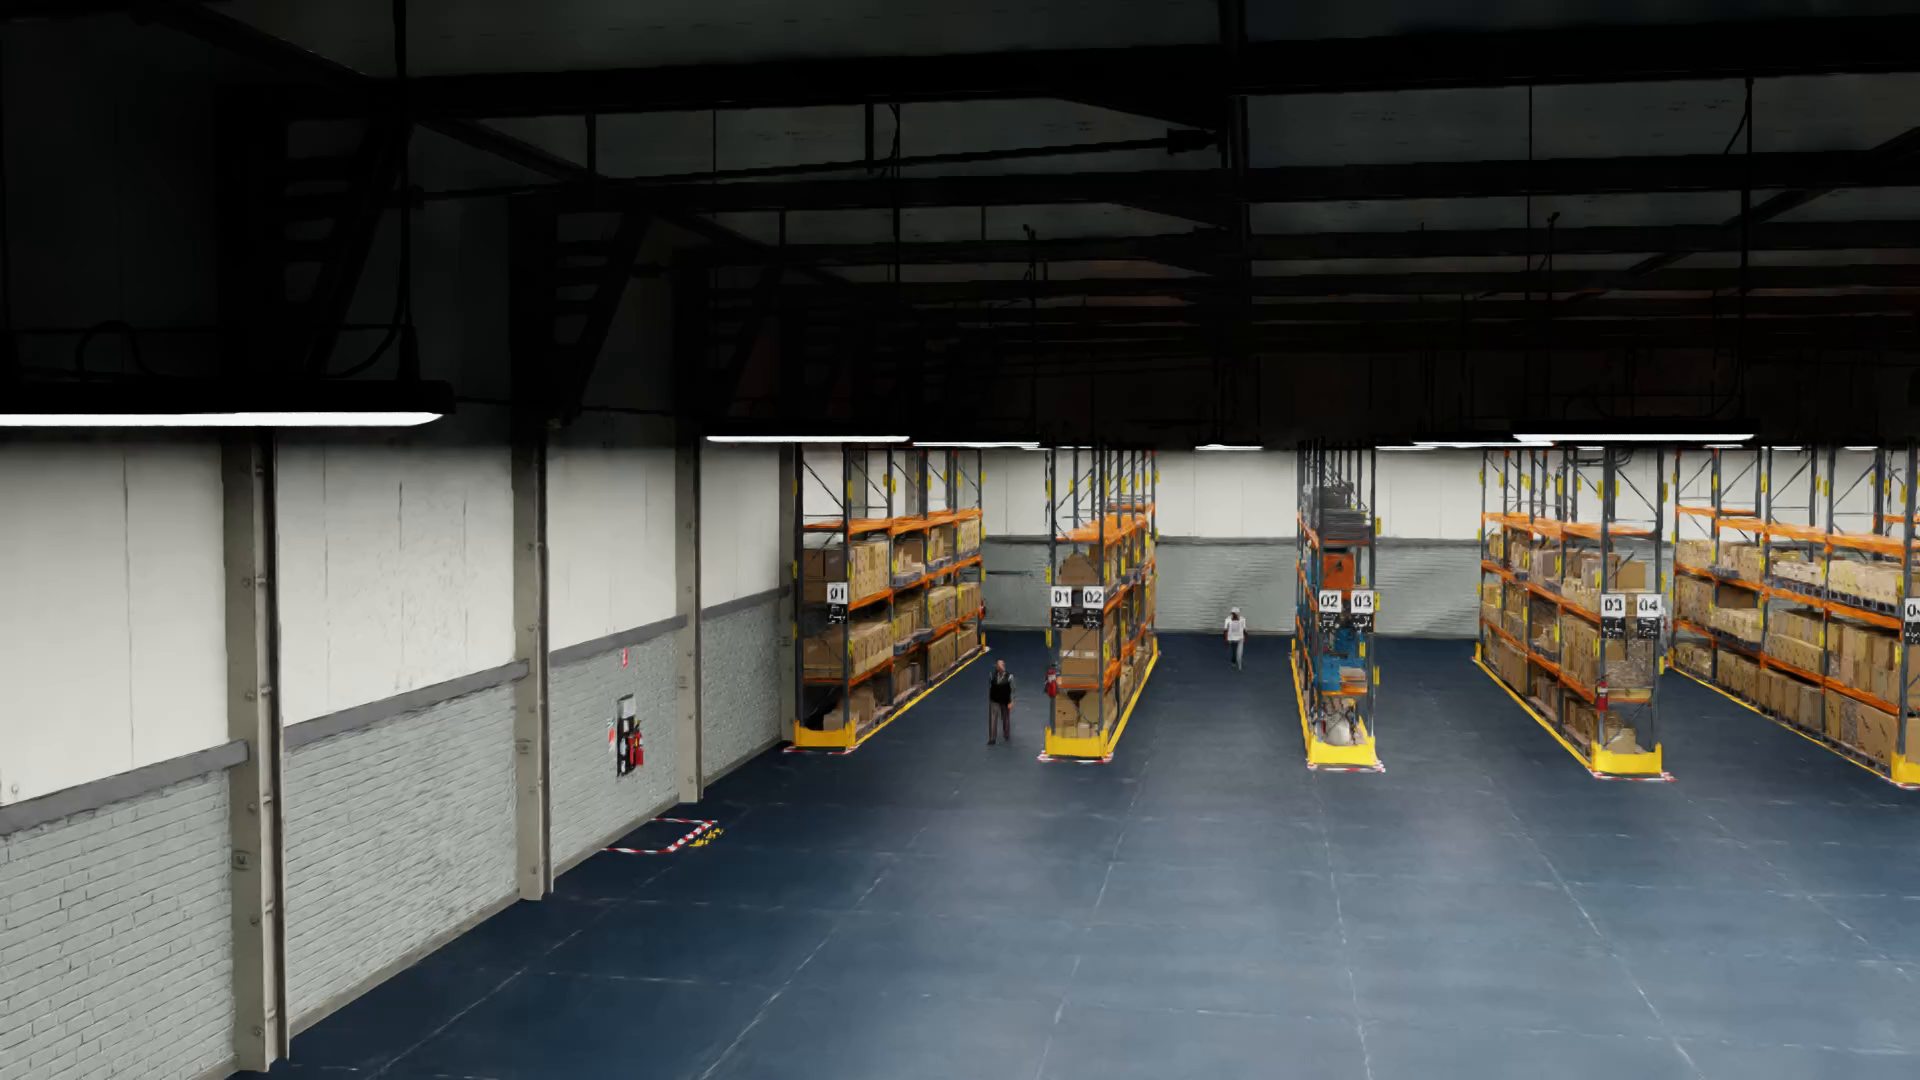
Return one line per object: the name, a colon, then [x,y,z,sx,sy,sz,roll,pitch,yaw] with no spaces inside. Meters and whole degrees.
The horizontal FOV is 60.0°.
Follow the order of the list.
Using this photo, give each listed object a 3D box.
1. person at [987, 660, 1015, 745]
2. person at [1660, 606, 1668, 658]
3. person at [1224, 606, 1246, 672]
person: [0.810,3.158,32.594,0.544,1.646,1.105,0,3,8]
person: [19.312,2.424,45.939,0.583,1.747,0.599,-3,4,-43]
person: [7.184,2.569,43.450,0.577,1.691,1.121,1,3,13]
